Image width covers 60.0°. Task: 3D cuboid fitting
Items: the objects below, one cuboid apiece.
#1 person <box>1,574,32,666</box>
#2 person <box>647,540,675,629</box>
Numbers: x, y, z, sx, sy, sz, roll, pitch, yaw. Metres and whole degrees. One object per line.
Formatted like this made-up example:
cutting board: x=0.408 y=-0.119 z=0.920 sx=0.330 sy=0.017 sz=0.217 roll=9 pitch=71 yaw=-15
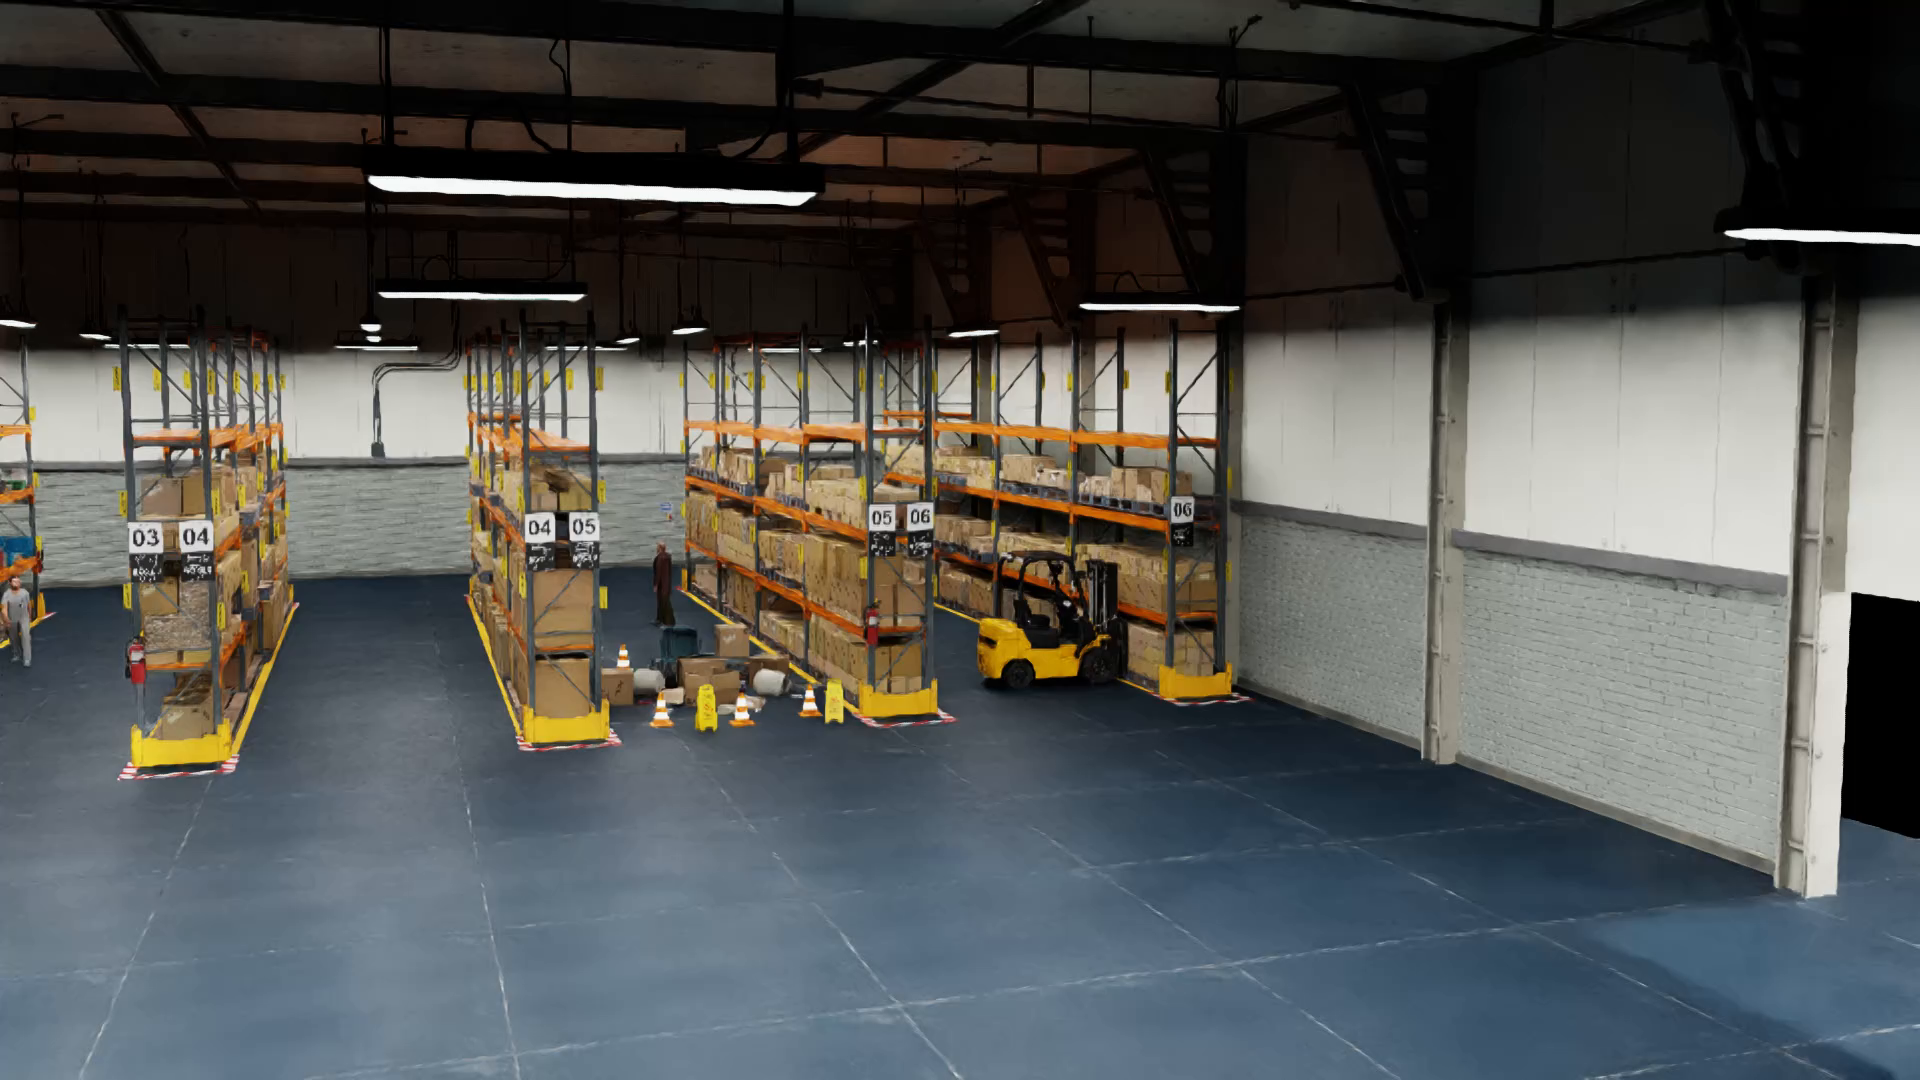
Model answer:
person: x=-16.670 y=1.403 z=29.392 sx=0.444 sy=1.604 sz=1.016 roll=-3 pitch=6 yaw=-27
person: x=-6.091 y=0.900 z=33.851 sx=0.644 sy=1.754 sz=0.673 roll=0 pitch=5 yaw=4
